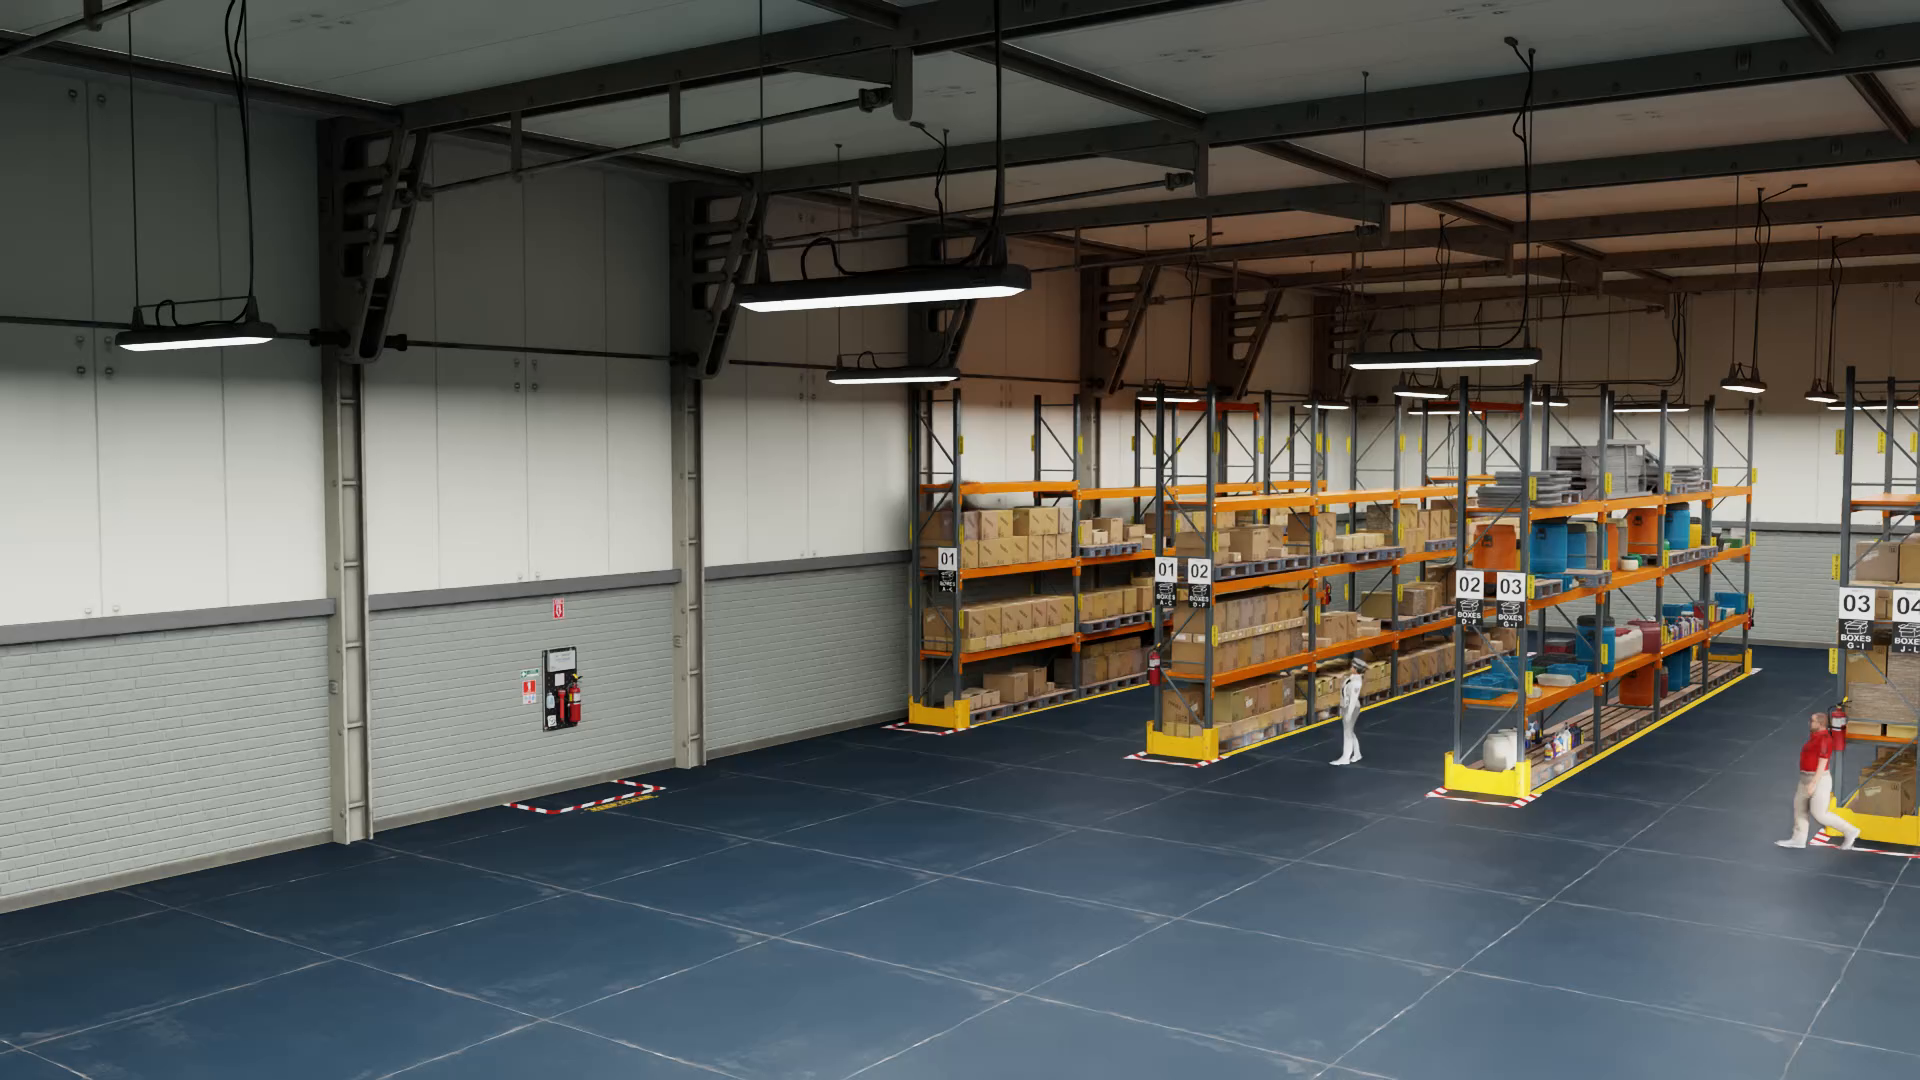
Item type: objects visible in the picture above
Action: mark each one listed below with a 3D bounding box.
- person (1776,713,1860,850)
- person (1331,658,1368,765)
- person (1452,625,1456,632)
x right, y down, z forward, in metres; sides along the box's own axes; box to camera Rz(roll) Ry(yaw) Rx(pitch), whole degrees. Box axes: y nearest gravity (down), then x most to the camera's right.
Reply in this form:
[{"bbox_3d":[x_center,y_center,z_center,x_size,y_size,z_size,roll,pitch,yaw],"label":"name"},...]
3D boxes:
[{"bbox_3d":[10.588,2.975,20.490,0.867,1.704,0.519,0,3,8],"label":"person"},{"bbox_3d":[6.102,2.684,26.207,0.589,1.685,0.529,0,3,-7],"label":"person"},{"bbox_3d":[12.447,1.835,41.162,0.707,1.637,0.513,3,4,40],"label":"person"}]
